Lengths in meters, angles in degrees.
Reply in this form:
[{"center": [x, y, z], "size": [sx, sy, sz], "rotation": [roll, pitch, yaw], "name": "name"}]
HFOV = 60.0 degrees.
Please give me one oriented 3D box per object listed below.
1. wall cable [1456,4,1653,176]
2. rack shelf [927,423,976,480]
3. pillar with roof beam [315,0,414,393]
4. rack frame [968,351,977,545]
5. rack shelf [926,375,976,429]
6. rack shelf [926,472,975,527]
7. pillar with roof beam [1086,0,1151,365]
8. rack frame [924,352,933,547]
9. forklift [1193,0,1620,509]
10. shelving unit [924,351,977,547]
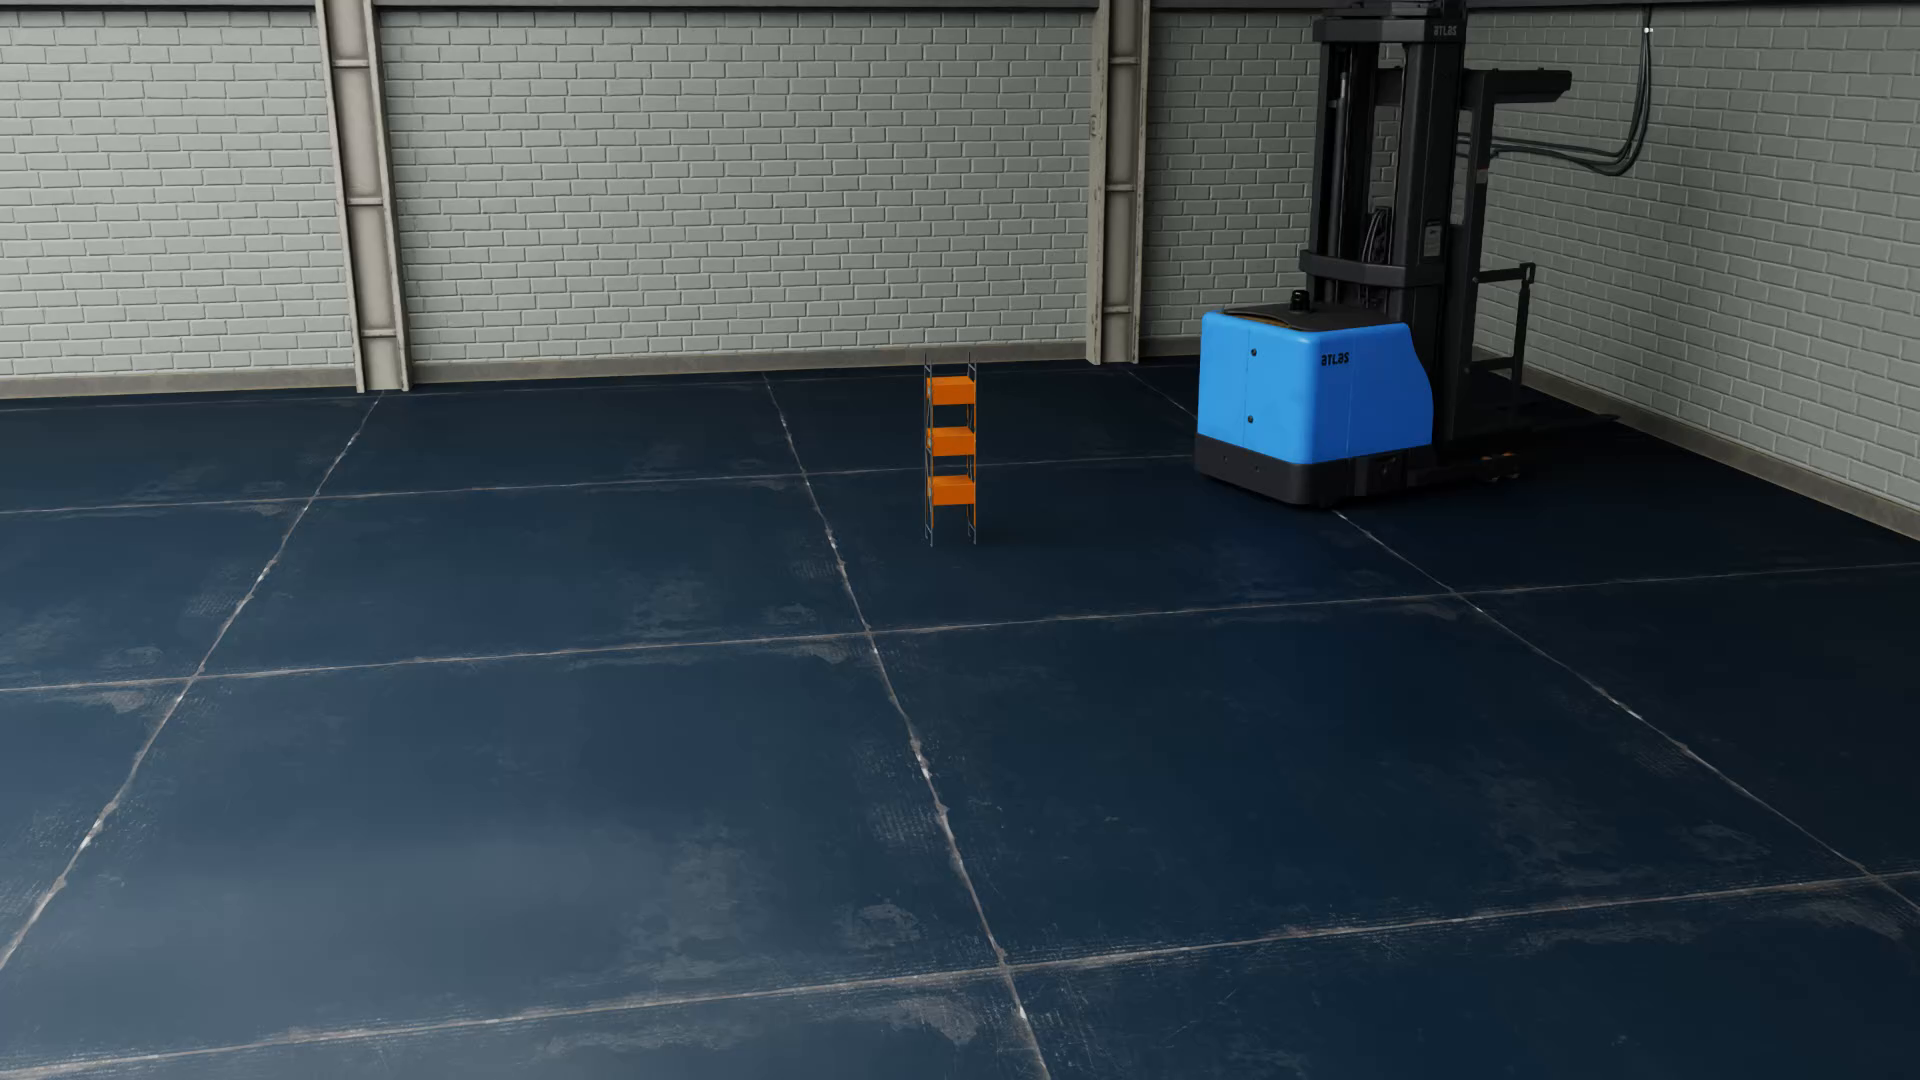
[{"center": [4.455, -4.149, 12.783], "size": [0.112, 2.526, 3.097], "rotation": [-3, 17, -10], "name": "wall cable"}, {"center": [-0.053, -0.489, 9.151], "size": [0.240, 0.259, 0.215], "rotation": [-3, 17, -10], "name": "rack shelf"}, {"center": [-3.763, -4.276, 7.906], "size": [0.400, 9.000, 9.100], "rotation": [-3, 17, -10], "name": "pillar with roof beam"}, {"center": [0.067, -0.506, 9.170], "size": [0.008, 1.050, 0.200], "rotation": [-3, 17, -10], "name": "rack frame"}, {"center": [-0.053, -0.760, 9.068], "size": [0.240, 0.259, 0.215], "rotation": [-3, 17, -10], "name": "rack shelf"}, {"center": [-0.053, -0.223, 9.233], "size": [0.240, 0.259, 0.215], "rotation": [-3, 17, -10], "name": "rack shelf"}, {"center": [2.128, -4.610, 8.994], "size": [0.400, 9.000, 9.100], "rotation": [-3, 17, -10], "name": "pillar with roof beam"}, {"center": [-0.172, -0.492, 9.126], "size": [0.008, 1.050, 0.200], "rotation": [-3, 17, -10], "name": "rack frame"}, {"center": [3.008, -1.885, 10.457], "size": [3.031, 2.935, 1.130], "rotation": [-10, 20, -29], "name": "forklift"}, {"center": [-0.053, -0.499, 9.148], "size": [0.252, 1.050, 0.215], "rotation": [-3, 17, -10], "name": "shelving unit"}]
